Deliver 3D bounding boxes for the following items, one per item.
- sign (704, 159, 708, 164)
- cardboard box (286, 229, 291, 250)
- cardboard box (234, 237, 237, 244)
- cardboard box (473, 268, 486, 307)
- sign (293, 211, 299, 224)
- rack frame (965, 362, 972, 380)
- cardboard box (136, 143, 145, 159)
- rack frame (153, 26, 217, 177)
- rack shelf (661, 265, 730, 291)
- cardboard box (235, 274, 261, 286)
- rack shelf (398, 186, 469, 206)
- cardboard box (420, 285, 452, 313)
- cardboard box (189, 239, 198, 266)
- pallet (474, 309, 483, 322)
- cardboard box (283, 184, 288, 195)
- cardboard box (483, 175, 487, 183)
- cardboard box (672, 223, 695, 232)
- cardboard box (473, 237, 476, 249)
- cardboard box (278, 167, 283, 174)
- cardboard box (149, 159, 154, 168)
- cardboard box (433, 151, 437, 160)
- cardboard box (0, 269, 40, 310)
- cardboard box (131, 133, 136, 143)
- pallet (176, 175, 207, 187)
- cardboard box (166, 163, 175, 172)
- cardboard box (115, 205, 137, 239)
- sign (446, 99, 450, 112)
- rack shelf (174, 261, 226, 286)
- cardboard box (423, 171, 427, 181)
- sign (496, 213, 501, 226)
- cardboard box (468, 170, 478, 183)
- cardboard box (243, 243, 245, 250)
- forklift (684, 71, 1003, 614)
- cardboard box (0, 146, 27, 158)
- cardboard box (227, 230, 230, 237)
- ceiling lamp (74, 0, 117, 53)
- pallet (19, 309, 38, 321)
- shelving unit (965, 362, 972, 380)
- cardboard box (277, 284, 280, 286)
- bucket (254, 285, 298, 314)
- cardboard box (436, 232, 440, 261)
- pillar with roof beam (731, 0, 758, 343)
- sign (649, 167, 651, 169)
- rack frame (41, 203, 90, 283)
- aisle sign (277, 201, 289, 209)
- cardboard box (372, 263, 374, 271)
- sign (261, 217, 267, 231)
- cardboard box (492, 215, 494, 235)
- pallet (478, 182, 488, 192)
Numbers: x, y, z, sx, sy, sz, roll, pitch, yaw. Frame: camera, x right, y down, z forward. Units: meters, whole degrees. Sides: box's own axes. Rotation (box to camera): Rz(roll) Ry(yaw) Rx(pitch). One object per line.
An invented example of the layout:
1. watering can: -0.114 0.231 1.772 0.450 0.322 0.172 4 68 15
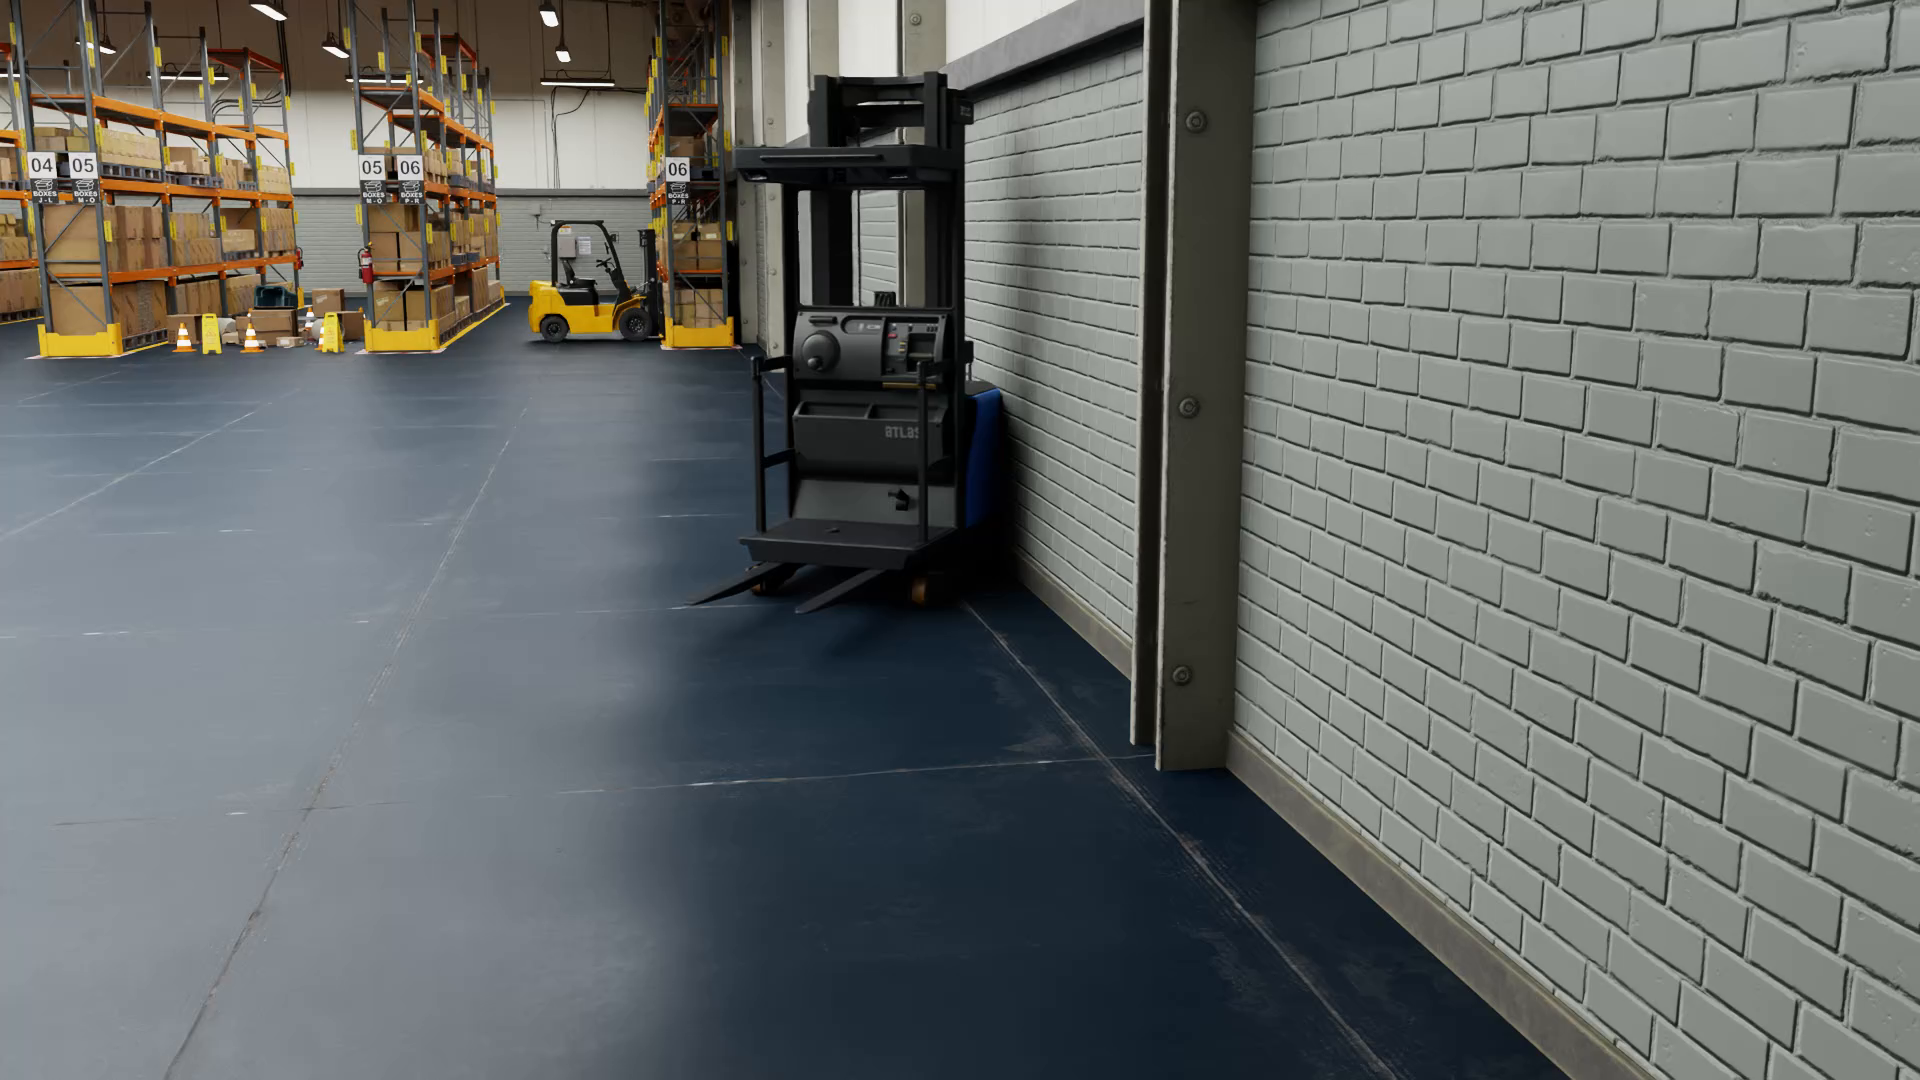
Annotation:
1. sign: -5.538 -8.109 36.162 0.100 0.325 0.005 -2 11 -11
2. cardboard box: -16.909 -7.439 41.196 0.500 0.500 0.500 -2 11 -12
3. cardboard box: -15.937 -6.505 36.106 0.380 0.149 0.250 -2 11 -12
4. cardboard box: -11.348 -5.763 38.011 0.875 0.875 0.875 -2 11 -9
5. sign: -16.796 -8.152 42.063 0.100 0.325 0.005 -2 11 -11
6. rack frame: -0.040 -0.583 11.051 0.240 1.200 0.006 -3 11 -13
7. cardboard box: -14.469 -6.747 28.813 0.500 0.250 0.500 -2 11 -12
8. rack frame: -15.788 -8.891 33.844 1.000 3.000 0.127 -2 11 -11
9. rack shelf: -4.917 -4.870 30.686 1.077 0.370 4.000 -2 11 -11
10. cardboard box: -16.173 -5.897 37.715 0.500 0.250 0.500 -2 11 -13
11. rack shelf: -10.563 -6.896 33.308 1.077 0.370 4.000 -2 11 -11
12. cardboard box: -9.695 -4.441 30.733 0.500 0.500 0.500 -2 11 -10
13. cardboard box: -15.042 -5.550 32.068 0.500 0.500 0.500 -2 11 -11
14. pallet: -11.032 -4.920 36.483 1.003 0.211 1.213 -2 11 -11
15. cardboard box: -16.890 -8.644 40.970 0.500 0.250 0.500 -2 11 -11
16. cardboard box: -12.332 -9.186 42.426 0.500 0.250 0.500 -3 11 -16
17. cardboard box: -4.804 -5.429 28.899 0.380 0.149 0.250 -2 11 -11
18. cardboard box: -10.908 -6.512 36.449 0.500 0.250 0.500 -2 11 -10
19. cardboard box: -16.831 -9.062 40.762 0.380 0.149 0.250 -2 11 -10
20. cardboard box: -14.525 -6.668 29.464 0.380 0.149 0.250 -2 11 -10
21. cardboard box: -9.503 -6.820 29.523 0.380 0.149 0.250 -2 11 -10
22. cardboard box: -21.307 -5.562 36.956 1.225 0.875 0.875 -2 11 -11
23. cardboard box: -14.330 -6.874 28.416 0.380 0.149 0.250 -2 11 -10
24. pallet: -15.390 -7.004 32.455 1.003 0.211 1.213 -2 11 -8
25. cardboard box: -14.968 -7.015 31.292 0.250 0.149 0.380 -2 11 -11
26. cardboard box: -14.439 -5.356 28.024 0.875 0.550 0.550 -2 11 -11
27. sign: -13.054 -11.075 42.394 0.100 0.325 0.005 -2 11 -11
28. rack shelf: -15.399 -5.224 32.545 1.077 0.370 4.000 -2 11 -11
29. cardboard box: -9.142 -6.098 27.864 0.380 0.149 0.250 -2 11 -11
30. sign: -11.973 -8.312 43.117 0.100 0.325 0.005 -2 11 -11
31. cardboard box: -11.353 -8.359 38.182 0.500 0.311 0.500 -2 11 -11
32. cardboard box: -16.089 -6.505 36.900 0.380 0.149 0.250 -3 11 -13
33. forklift: -0.588 -1.153 9.416 1.130 2.935 3.031 4 11 18
34. cardboard box: -21.627 -8.835 37.908 0.500 0.250 0.500 -3 11 -15
35. cardboard box: -15.837 -6.554 35.567 0.380 0.149 0.250 -3 11 -13
36. ceiling lamp: -18.585 -12.278 36.025 0.800 3.185 2.000 -2 11 -11
37. pallet: -21.227 -5.008 36.941 1.003 0.211 1.213 -2 11 -11
38. shelving unit: -0.061 -0.600 11.138 0.258 1.200 0.189 -3 11 -13
39. cardboard box: -16.709 -6.134 40.314 0.380 0.149 0.250 -2 11 -11
40. bucket: -12.722 -4.408 31.024 0.726 0.611 0.620 2 1 9
41. cardboard box: -9.421 -5.156 29.201 0.500 0.500 0.500 -2 11 -12
42. pillar with roof beam: -8.002 -7.808 28.151 9.100 9.000 0.400 -2 11 -11
43. sign: -7.393 -8.764 39.815 0.100 0.325 0.005 -2 11 -11
44. rack frame: -22.229 -7.250 41.264 1.000 3.000 0.127 -2 11 -11
45. aisle sign: -17.064 -8.713 41.999 0.394 0.787 0.004 -2 11 -11
46. cardboard box: -9.837 -4.655 28.306 0.380 0.149 0.250 -2 11 -12
47. sign: -16.022 -7.268 38.261 0.100 0.325 0.005 -2 11 -11
48. cardboard box: -11.957 -7.885 41.660 0.500 0.500 0.500 -2 11 -11
49. pallet: -11.879 -8.457 39.821 1.003 0.211 1.213 -2 11 -11
